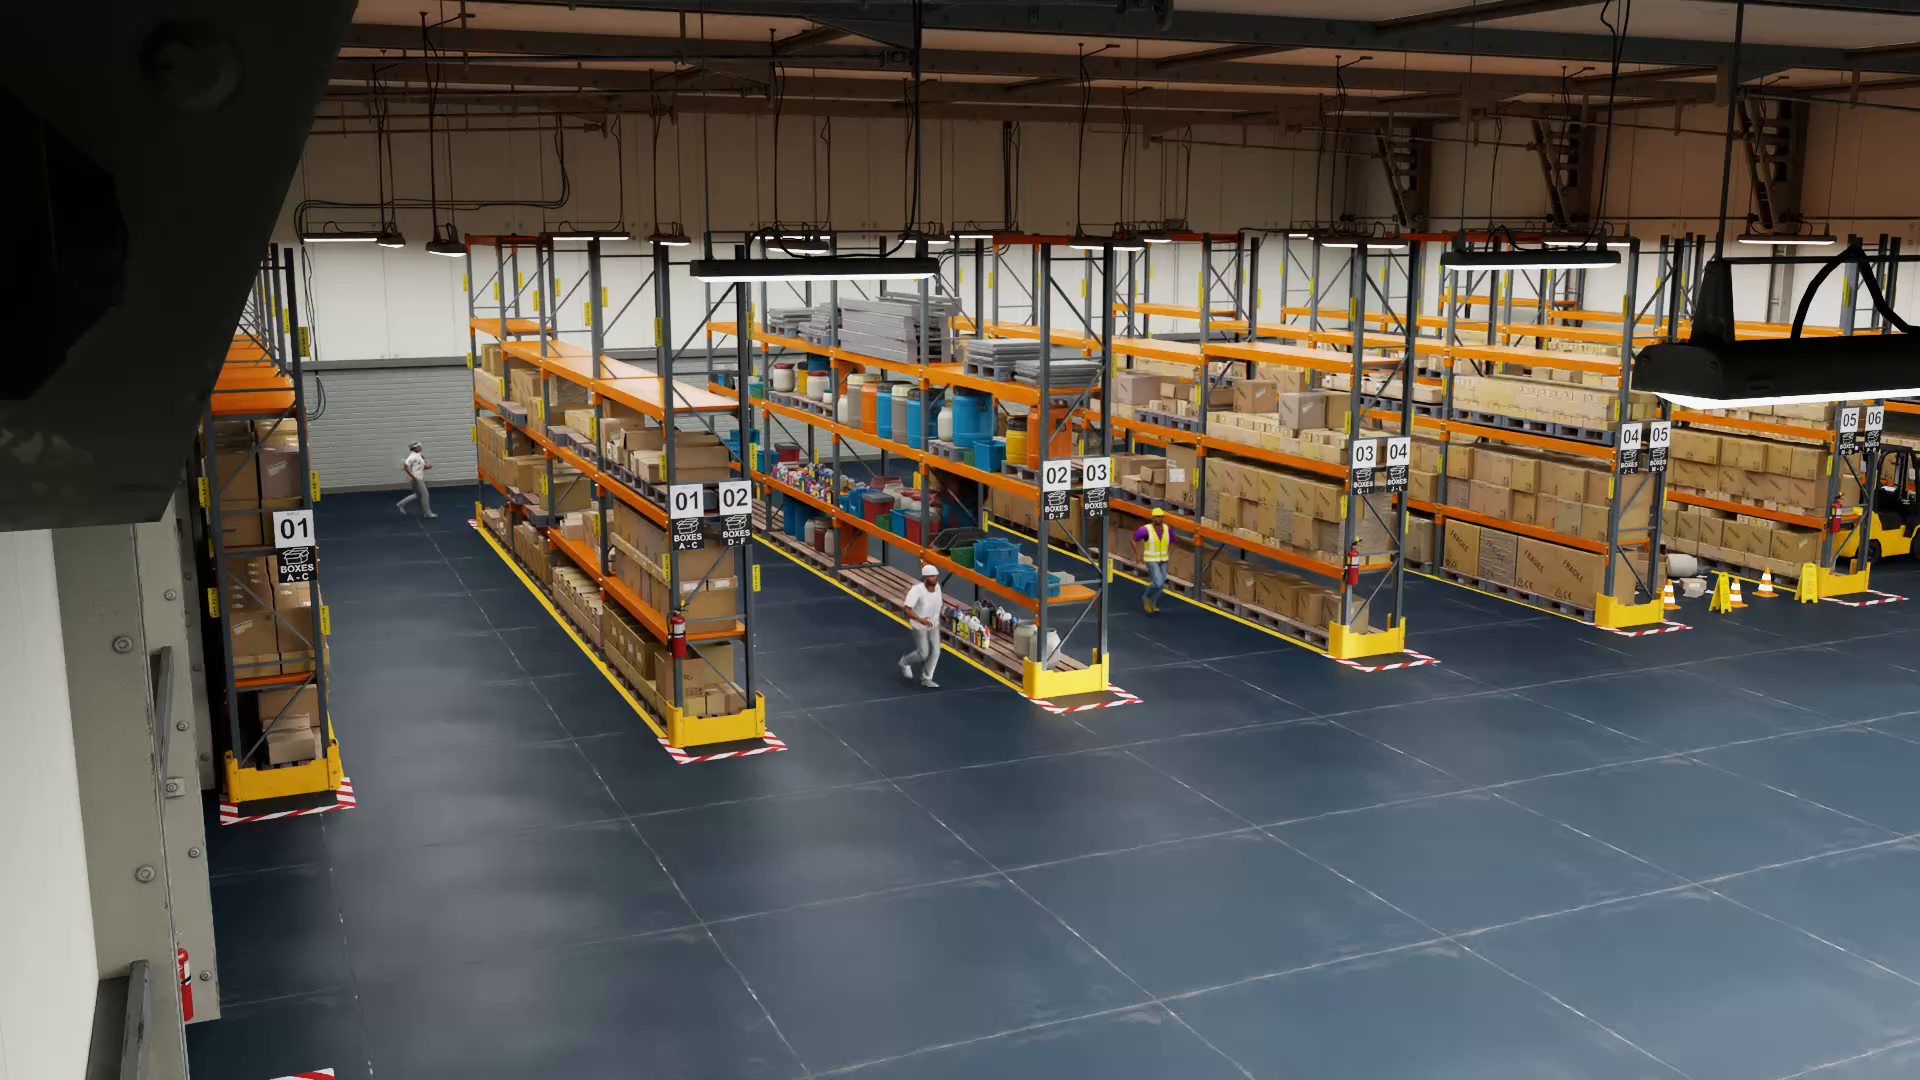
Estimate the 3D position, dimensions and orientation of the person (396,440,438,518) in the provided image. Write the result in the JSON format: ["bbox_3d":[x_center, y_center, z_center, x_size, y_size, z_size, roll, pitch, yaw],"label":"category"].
[{"bbox_3d":[-11.585,-1.288,35.323,0.858,1.661,0.548,-2,11,-12],"label":"person"}]

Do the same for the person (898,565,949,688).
[{"bbox_3d":[-0.524,1.157,22.725,0.701,1.714,0.761,-10,15,-41],"label":"person"}]

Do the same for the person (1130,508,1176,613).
[{"bbox_3d":[3.175,0.338,26.739,0.672,1.721,0.658,-5,12,-26],"label":"person"}]
